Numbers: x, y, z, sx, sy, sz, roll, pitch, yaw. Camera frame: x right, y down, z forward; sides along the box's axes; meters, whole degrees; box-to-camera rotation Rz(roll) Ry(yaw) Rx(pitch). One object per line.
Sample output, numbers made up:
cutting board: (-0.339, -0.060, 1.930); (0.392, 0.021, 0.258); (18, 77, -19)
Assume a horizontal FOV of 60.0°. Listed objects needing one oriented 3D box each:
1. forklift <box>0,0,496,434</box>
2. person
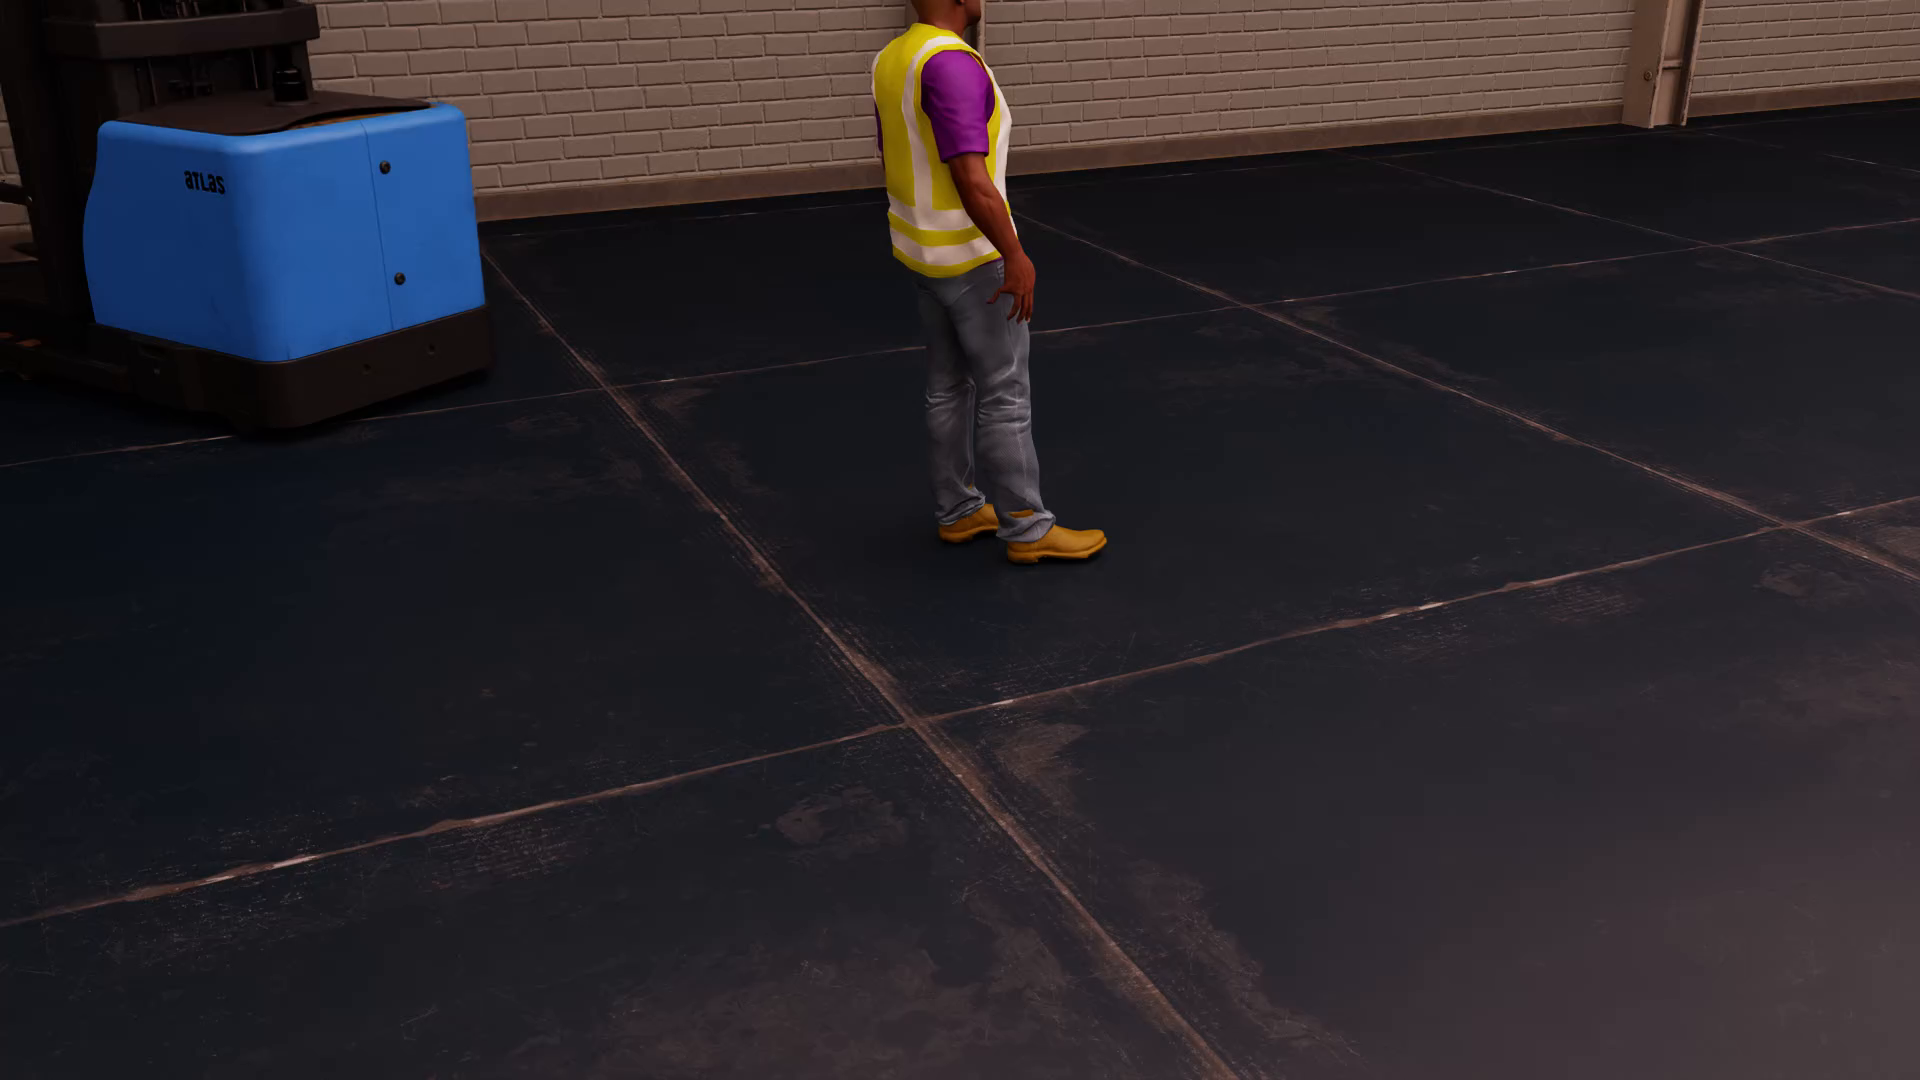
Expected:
forklift: (-3.368, -2.143, 6.444); (3.031, 2.935, 1.130); (14, 26, 29)
person: (0.065, -0.832, 4.787); (0.577, 1.765, 0.666); (-10, 25, -23)
